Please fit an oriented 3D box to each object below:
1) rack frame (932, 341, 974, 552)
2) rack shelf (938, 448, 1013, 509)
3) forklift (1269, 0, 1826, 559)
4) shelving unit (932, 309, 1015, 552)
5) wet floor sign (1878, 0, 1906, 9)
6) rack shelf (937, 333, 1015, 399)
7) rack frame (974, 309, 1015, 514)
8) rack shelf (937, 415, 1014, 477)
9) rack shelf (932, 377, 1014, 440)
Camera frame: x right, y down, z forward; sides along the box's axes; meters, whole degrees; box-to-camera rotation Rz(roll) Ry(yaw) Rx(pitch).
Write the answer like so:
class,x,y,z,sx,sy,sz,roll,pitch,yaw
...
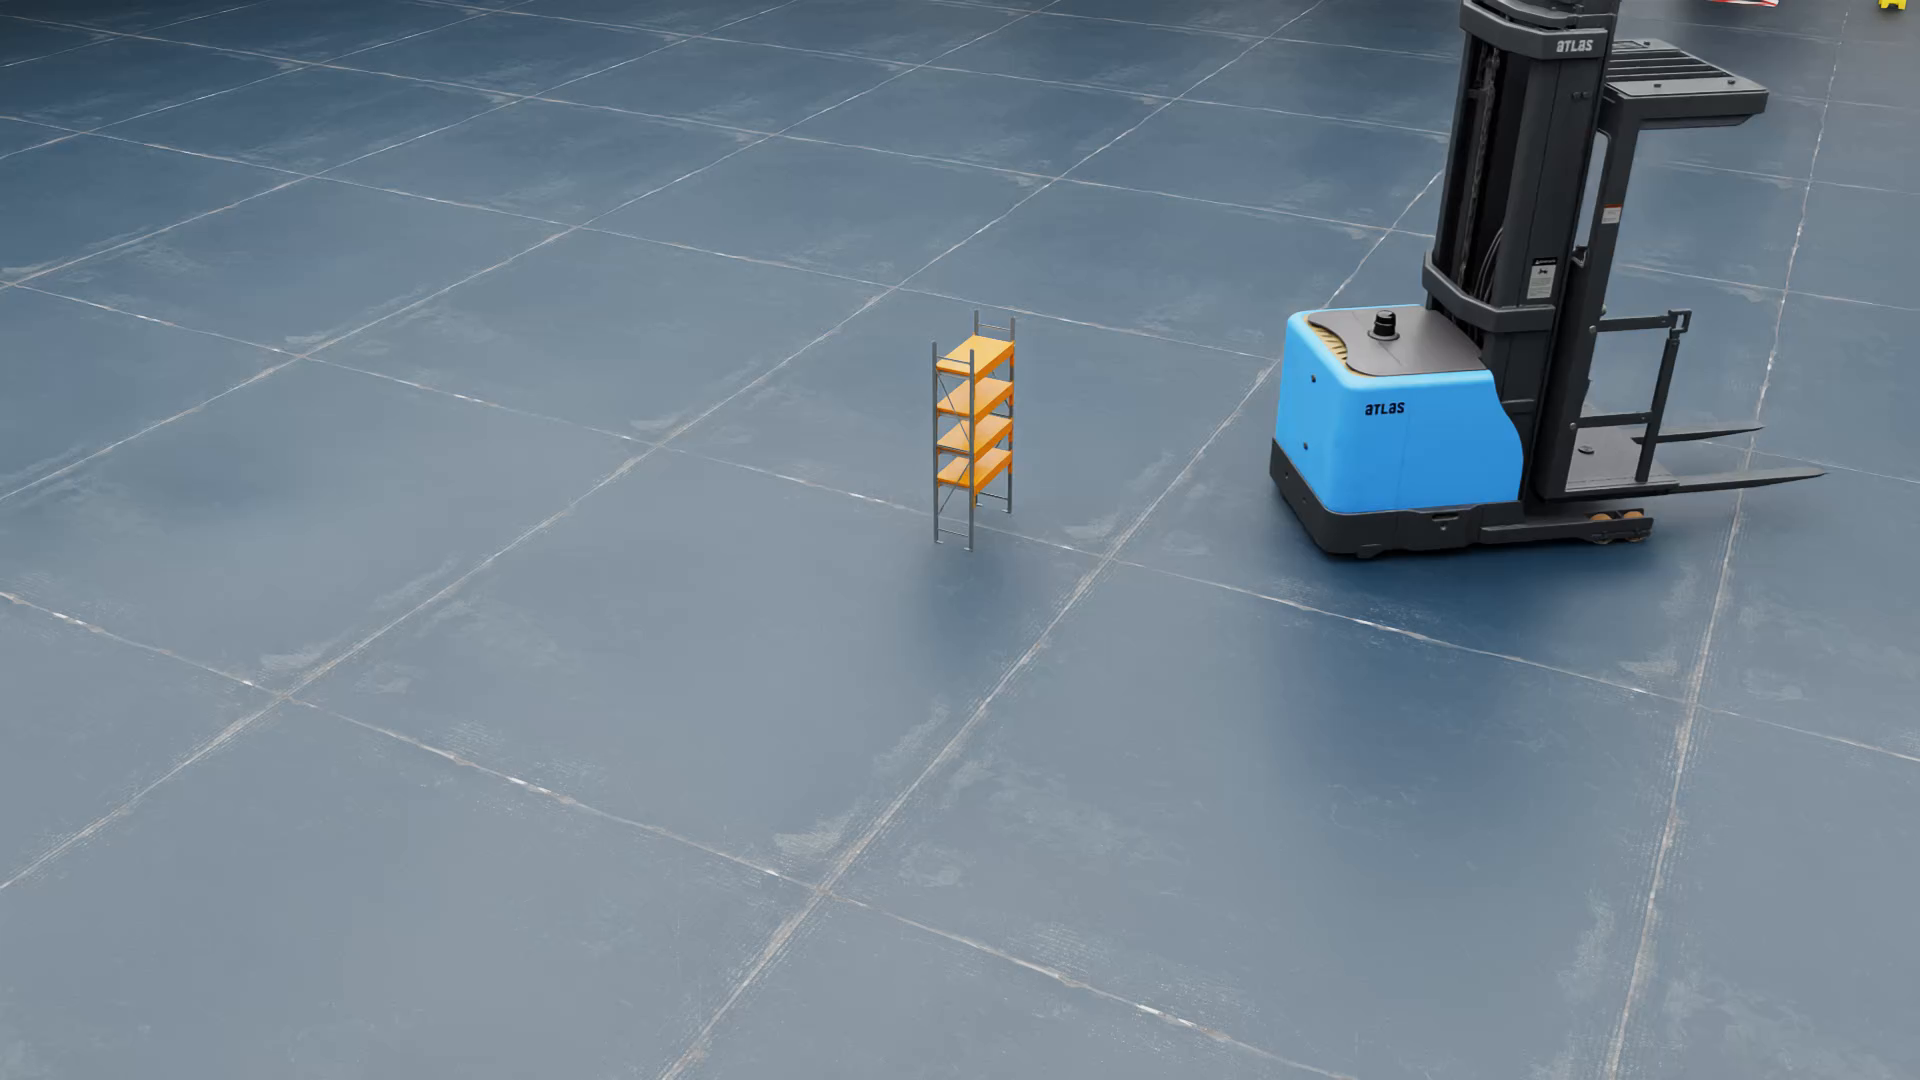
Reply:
class,x,y,z,sx,sy,sz,roll,pitch,yaw
rack frame,-0.036,-0.486,8.891,0.240,1.200,0.015,14,33,23
rack shelf,0.075,-0.363,9.211,0.258,0.148,0.480,14,33,23
forklift,3.382,-1.503,8.924,3.031,2.935,1.130,-5,30,-8
shelving unit,0.075,-0.594,9.079,0.258,1.200,0.503,14,33,23
wet floor sign,11.735,-7.003,20.796,0.267,0.644,0.232,9,31,15
rack shelf,0.075,-0.934,8.883,0.258,0.148,0.480,14,33,23
rack frame,0.187,-0.702,9.267,0.240,1.200,0.015,14,33,23
rack shelf,0.075,-0.535,9.112,0.258,0.148,0.480,14,33,23
rack shelf,0.075,-0.729,9.001,0.258,0.148,0.480,14,33,23
